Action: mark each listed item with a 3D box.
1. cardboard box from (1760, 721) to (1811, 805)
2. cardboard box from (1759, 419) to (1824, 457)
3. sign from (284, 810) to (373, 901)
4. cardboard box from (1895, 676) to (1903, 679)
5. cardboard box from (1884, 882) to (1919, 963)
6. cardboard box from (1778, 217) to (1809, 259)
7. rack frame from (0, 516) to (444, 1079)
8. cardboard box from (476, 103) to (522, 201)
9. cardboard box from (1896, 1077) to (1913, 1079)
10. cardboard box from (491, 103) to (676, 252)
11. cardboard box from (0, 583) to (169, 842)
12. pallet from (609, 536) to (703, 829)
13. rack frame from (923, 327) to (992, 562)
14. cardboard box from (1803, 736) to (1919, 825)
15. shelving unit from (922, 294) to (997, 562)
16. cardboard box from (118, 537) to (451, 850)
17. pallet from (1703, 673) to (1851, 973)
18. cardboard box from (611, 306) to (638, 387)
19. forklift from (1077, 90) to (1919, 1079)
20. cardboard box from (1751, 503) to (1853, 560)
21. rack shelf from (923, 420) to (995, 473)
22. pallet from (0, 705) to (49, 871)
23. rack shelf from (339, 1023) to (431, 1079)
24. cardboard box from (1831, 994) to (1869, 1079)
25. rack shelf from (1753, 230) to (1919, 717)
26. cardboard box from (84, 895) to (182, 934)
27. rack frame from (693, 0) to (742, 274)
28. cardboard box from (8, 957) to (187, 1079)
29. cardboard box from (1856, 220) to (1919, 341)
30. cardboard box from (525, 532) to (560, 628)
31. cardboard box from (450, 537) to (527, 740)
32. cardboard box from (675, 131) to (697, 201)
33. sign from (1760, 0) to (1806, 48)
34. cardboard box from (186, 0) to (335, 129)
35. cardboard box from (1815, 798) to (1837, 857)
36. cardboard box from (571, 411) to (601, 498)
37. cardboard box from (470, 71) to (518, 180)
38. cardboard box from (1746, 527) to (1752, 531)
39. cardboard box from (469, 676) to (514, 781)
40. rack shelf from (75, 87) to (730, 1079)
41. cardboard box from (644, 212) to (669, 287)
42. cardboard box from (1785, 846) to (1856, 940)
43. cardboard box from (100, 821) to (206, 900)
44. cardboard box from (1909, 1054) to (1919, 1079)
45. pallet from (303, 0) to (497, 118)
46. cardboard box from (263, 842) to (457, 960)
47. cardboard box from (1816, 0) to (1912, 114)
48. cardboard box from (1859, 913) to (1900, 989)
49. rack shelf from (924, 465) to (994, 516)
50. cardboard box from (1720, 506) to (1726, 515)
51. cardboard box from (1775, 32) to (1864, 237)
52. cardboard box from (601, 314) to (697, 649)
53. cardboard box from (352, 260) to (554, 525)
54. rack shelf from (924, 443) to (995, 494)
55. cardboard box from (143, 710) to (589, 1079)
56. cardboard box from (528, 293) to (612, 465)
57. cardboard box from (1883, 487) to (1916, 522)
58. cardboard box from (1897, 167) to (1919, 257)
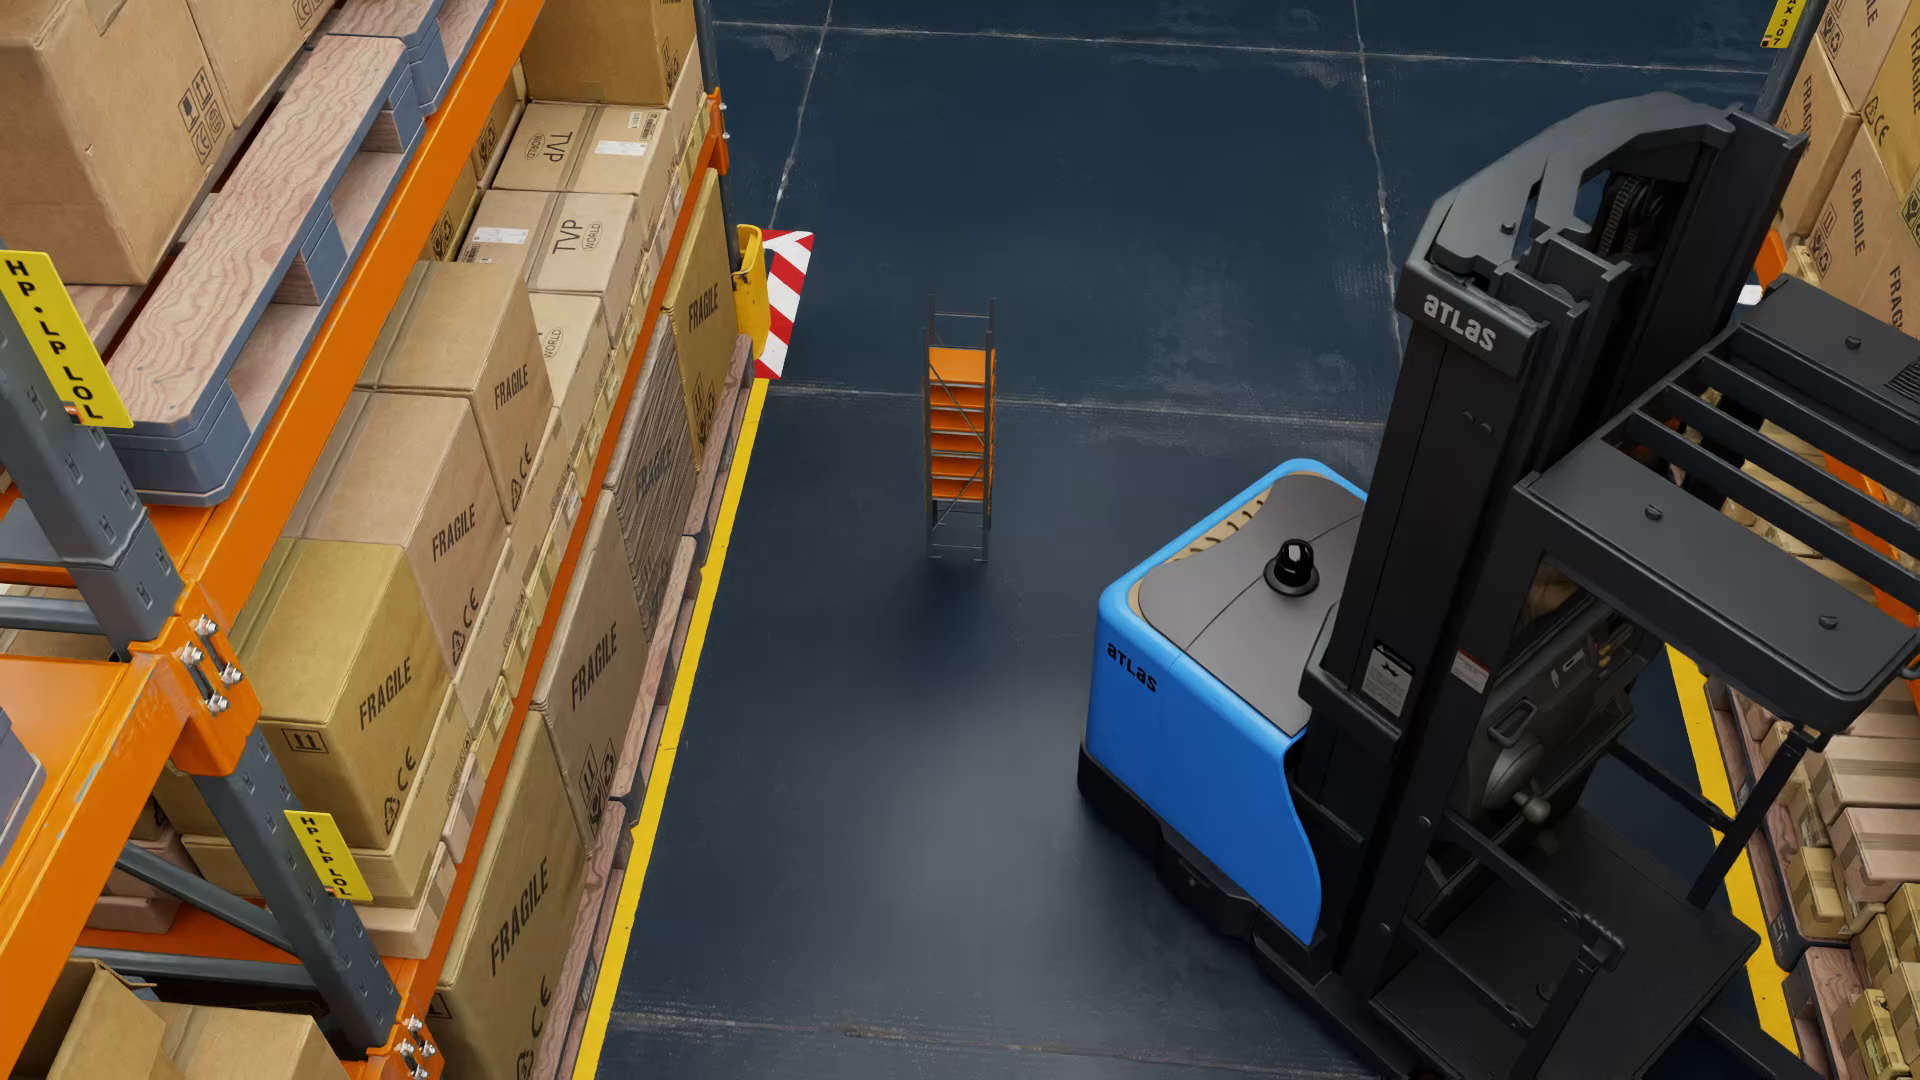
[{"bbox_3d":[2.970,0.772,5.659,0.380,0.149,0.250,4,48,4],"label":"cardboard box"},{"bbox_3d":[3.173,-0.357,6.288,0.380,0.149,0.250,5,48,4],"label":"cardboard box"},{"bbox_3d":[-1.289,0.647,3.395,0.100,0.325,0.005,4,48,4],"label":"sign"},{"bbox_3d":[2.978,0.400,5.595,0.380,0.149,0.250,5,48,4],"label":"cardboard box"},{"bbox_3d":[2.973,1.171,4.891,0.380,0.149,0.250,5,48,5],"label":"cardboard box"},{"bbox_3d":[3.126,-1.059,5.856,0.380,0.149,0.250,5,48,5],"label":"cardboard box"},{"bbox_3d":[-1.831,0.982,3.819,1.000,3.000,0.127,4,48,4],"label":"rack frame"},{"bbox_3d":[-1.820,-1.291,5.798,0.500,0.250,0.500,3,48,3],"label":"cardboard box"},{"bbox_3d":[2.824,1.657,4.648,0.380,0.149,0.250,2,48,2],"label":"cardboard box"},{"bbox_3d":[-1.293,-1.261,5.771,0.500,0.250,0.500,3,48,3],"label":"cardboard box"},{"bbox_3d":[-2.055,0.323,3.814,0.500,0.500,0.500,5,48,5],"label":"cardboard box"},{"bbox_3d":[-1.575,0.470,6.177,1.003,0.211,1.213,4,48,4],"label":"pallet"},{"bbox_3d":[-0.010,-0.327,6.236,0.240,1.200,0.006,4,48,4],"label":"rack frame"},{"bbox_3d":[2.918,0.767,5.260,0.380,0.149,0.250,2,48,2],"label":"cardboard box"},{"bbox_3d":[-0.001,-0.394,6.298,0.258,1.200,0.189,4,48,4],"label":"shelving unit"},{"bbox_3d":[-1.532,0.344,3.795,0.500,0.500,0.500,4,48,4],"label":"cardboard box"},{"bbox_3d":[3.234,0.936,5.751,1.003,0.211,1.213,4,48,4],"label":"pallet"},{"bbox_3d":[-1.285,-0.648,5.480,0.380,0.149,0.250,4,48,4],"label":"cardboard box"},{"bbox_3d":[1.765,0.486,4.319,1.130,2.935,3.031,-33,56,-27],"label":"forklift"},{"bbox_3d":[3.082,0.007,5.955,0.380,0.149,0.250,2,48,2],"label":"cardboard box"},{"bbox_3d":[-0.001,-0.364,6.330,0.258,0.103,0.180,4,48,4],"label":"rack shelf"},{"bbox_3d":[-1.865,0.711,2.164,0.805,0.209,1.217,2,48,2],"label":"pallet"},{"bbox_3d":[-2.013,2.694,2.741,1.077,0.370,4.000,4,48,4],"label":"rack shelf"},{"bbox_3d":[2.863,1.515,4.979,0.380,0.149,0.250,2,48,2],"label":"cardboard box"},{"bbox_3d":[3.282,0.162,5.056,1.077,0.370,4.000,4,48,4],"label":"rack shelf"},{"bbox_3d":[-2.129,0.820,4.137,0.380,0.149,0.250,4,48,4],"label":"cardboard box"},{"bbox_3d":[-1.466,-1.958,6.508,1.000,3.000,0.127,4,48,4],"label":"rack frame"},{"bbox_3d":[-1.881,1.079,2.983,0.797,0.503,0.637,3,48,3],"label":"cardboard box"},{"bbox_3d":[3.067,-0.619,5.014,0.500,0.500,0.500,4,48,4],"label":"cardboard box"},{"bbox_3d":[-1.380,0.103,4.793,0.380,0.149,0.250,3,48,3],"label":"cardboard box"},{"bbox_3d":[-1.477,0.239,4.399,0.500,0.250,0.500,4,48,3],"label":"cardboard box"},{"bbox_3d":[-1.193,-1.398,6.166,0.380,0.149,0.250,4,48,4],"label":"cardboard box"},{"bbox_3d":[2.924,-1.879,5.849,0.100,0.325,0.005,4,48,4],"label":"sign"},{"bbox_3d":[-1.766,-1.214,3.375,0.700,0.500,0.500,6,48,6],"label":"cardboard box"},{"bbox_3d":[2.999,0.897,5.343,0.380,0.149,0.250,2,48,2],"label":"cardboard box"},{"bbox_3d":[-1.332,-0.274,5.138,0.380,0.149,0.250,3,48,2],"label":"cardboard box"},{"bbox_3d":[-1.824,-1.559,5.535,0.500,0.500,0.500,3,48,3],"label":"cardboard box"},{"bbox_3d":[3.014,0.102,6.070,0.380,0.149,0.250,5,48,5],"label":"cardboard box"},{"bbox_3d":[-1.425,0.485,4.444,0.380,0.149,0.250,5,48,5],"label":"cardboard box"},{"bbox_3d":[-1.648,-0.245,5.429,1.077,0.370,4.000,4,48,4],"label":"rack shelf"},{"bbox_3d":[-1.241,-1.029,5.829,0.380,0.149,0.250,5,48,4],"label":"cardboard box"},{"bbox_3d":[2.890,1.138,5.324,0.380,0.149,0.250,4,48,3],"label":"cardboard box"},{"bbox_3d":[-2.052,0.590,4.078,0.500,0.250,0.500,3,48,3],"label":"cardboard box"},{"bbox_3d":[2.856,1.540,4.553,0.380,0.149,0.250,4,48,4],"label":"cardboard box"},{"bbox_3d":[-1.632,-1.495,4.112,1.003,0.211,1.213,4,48,4],"label":"pallet"},{"bbox_3d":[-1.472,0.871,4.091,0.380,0.149,0.250,4,48,4],"label":"cardboard box"},{"bbox_3d":[3.159,-1.710,5.334,0.500,0.500,0.500,4,48,3],"label":"cardboard box"},{"bbox_3d":[2.951,1.281,4.991,0.380,0.149,0.250,4,48,4],"label":"cardboard box"},{"bbox_3d":[-0.001,-0.202,6.507,0.258,0.103,0.180,4,48,4],"label":"rack shelf"},{"bbox_3d":[3.155,-0.168,6.518,0.380,0.149,0.250,4,48,3],"label":"cardboard box"},{"bbox_3d":[3.148,-1.373,5.703,0.500,0.500,0.500,6,48,5],"label":"cardboard box"},{"bbox_3d":[-1.528,-0.238,6.090,0.875,0.875,0.875,4,48,4],"label":"cardboard box"},{"bbox_3d":[-1.437,-0.400,4.475,0.500,0.500,0.500,3,48,2],"label":"cardboard box"},{"bbox_3d":[-0.001,-0.283,6.419,0.258,0.103,0.180,4,48,4],"label":"rack shelf"},{"bbox_3d":[-1.691,1.077,4.887,0.875,0.875,0.875,4,48,4],"label":"cardboard box"},{"bbox_3d":[-1.382,-0.504,5.078,0.500,0.250,0.500,4,48,4],"label":"cardboard box"},{"bbox_3d":[3.017,-0.099,4.978,0.380,0.149,0.250,5,48,5],"label":"cardboard box"},{"bbox_3d":[3.049,-0.958,4.646,0.500,0.500,0.500,3,48,3],"label":"cardboard box"}]
